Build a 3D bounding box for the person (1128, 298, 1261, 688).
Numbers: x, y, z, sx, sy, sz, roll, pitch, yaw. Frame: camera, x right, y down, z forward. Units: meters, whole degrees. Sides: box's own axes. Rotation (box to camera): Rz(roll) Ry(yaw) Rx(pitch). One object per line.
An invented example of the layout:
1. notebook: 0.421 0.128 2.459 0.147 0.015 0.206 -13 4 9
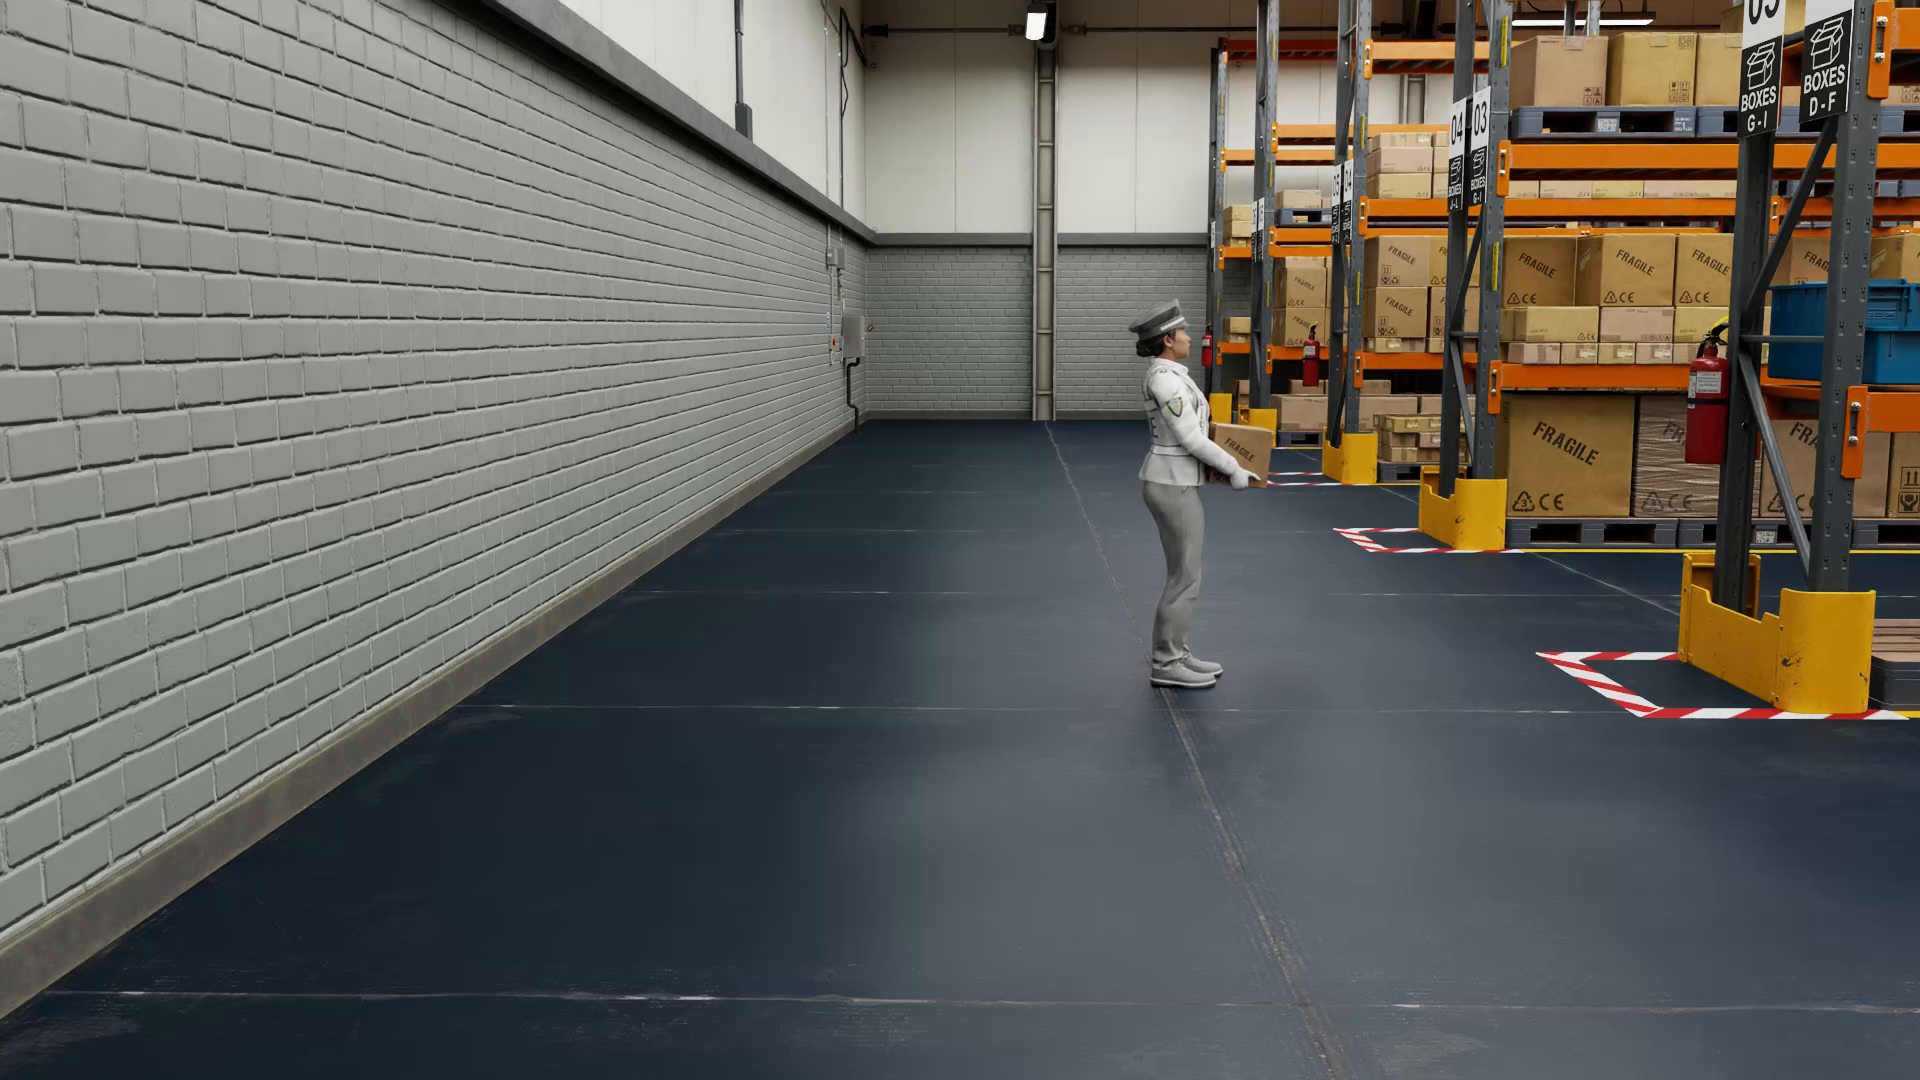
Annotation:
1. person: 1.016 -0.211 7.313 0.564 1.686 0.460 0 7 2
